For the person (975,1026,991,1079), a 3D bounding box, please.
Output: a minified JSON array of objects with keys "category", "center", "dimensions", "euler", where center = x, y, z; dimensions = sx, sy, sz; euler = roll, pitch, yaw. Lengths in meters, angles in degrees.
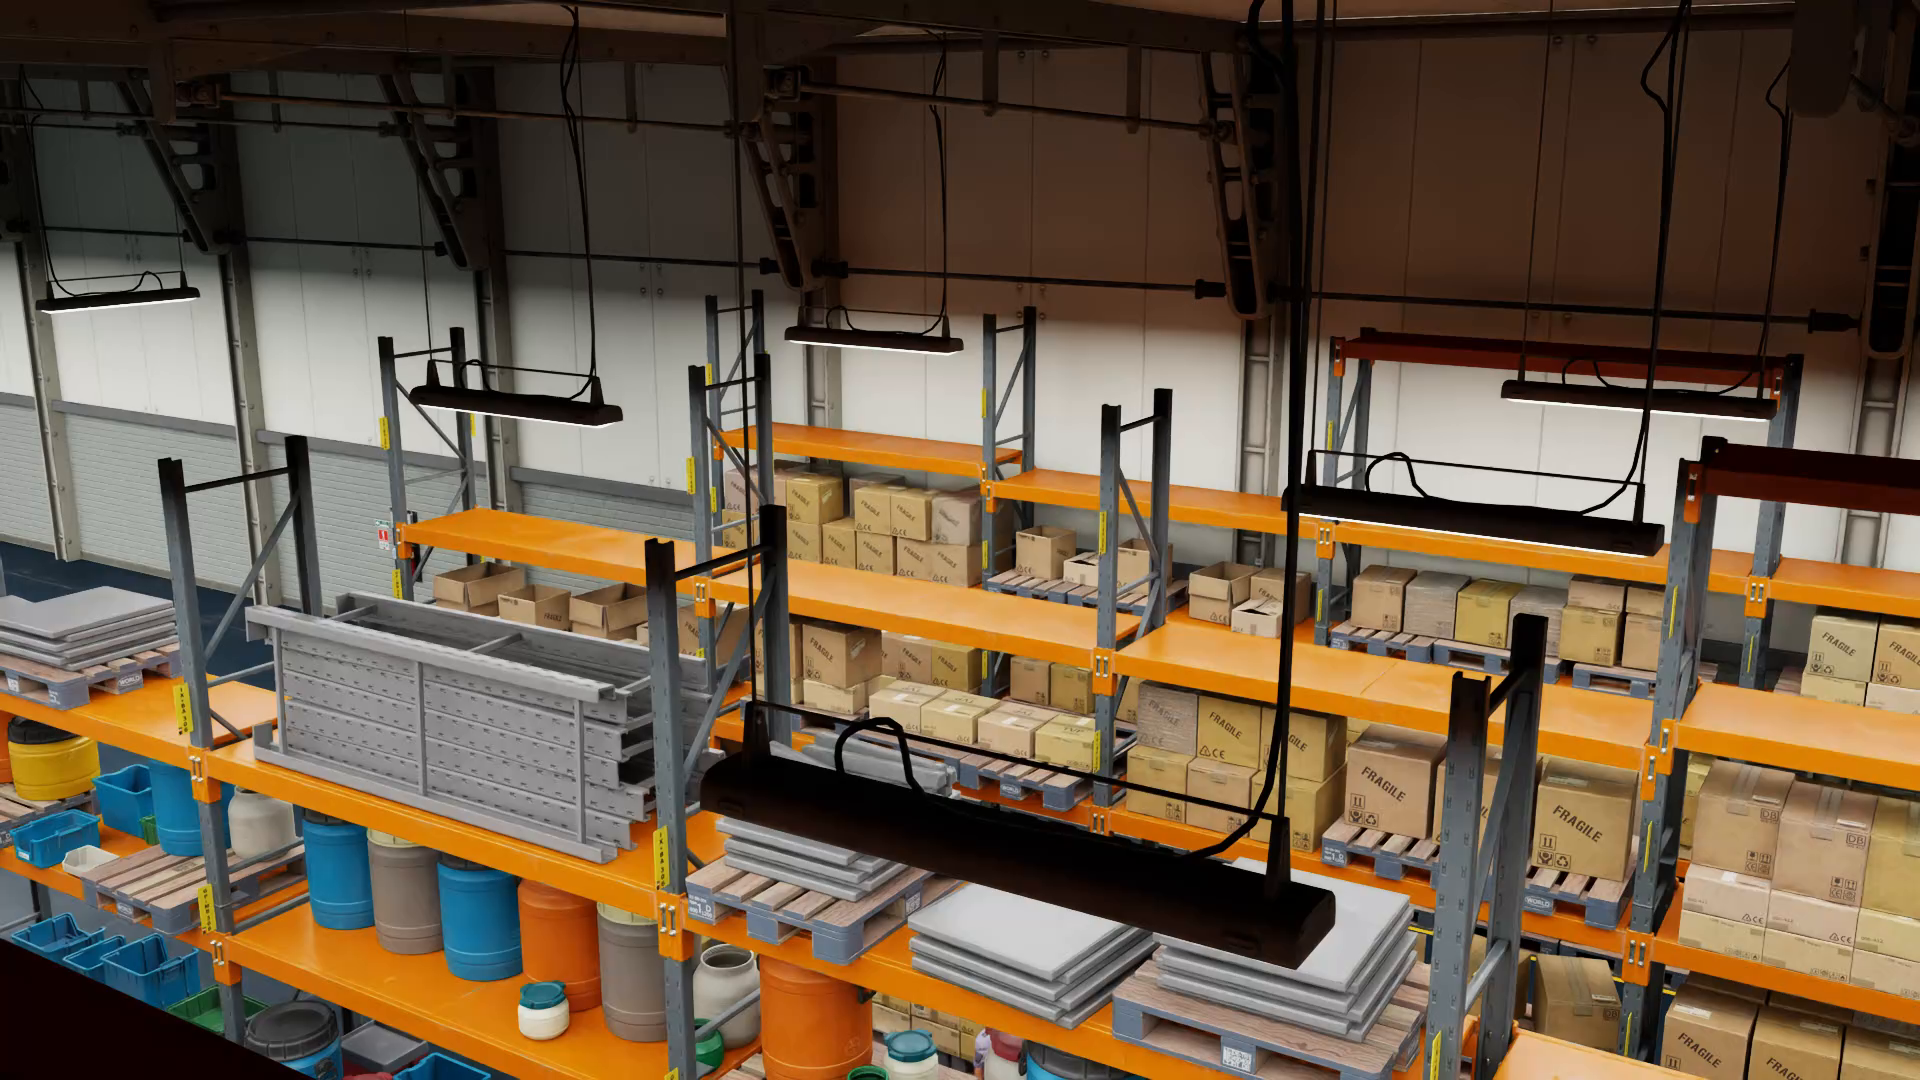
[{"category":"person","center":[0.279,4.287,12.715],"dimensions":[0.458,1.537,0.541],"euler":[8,16,29]}]
